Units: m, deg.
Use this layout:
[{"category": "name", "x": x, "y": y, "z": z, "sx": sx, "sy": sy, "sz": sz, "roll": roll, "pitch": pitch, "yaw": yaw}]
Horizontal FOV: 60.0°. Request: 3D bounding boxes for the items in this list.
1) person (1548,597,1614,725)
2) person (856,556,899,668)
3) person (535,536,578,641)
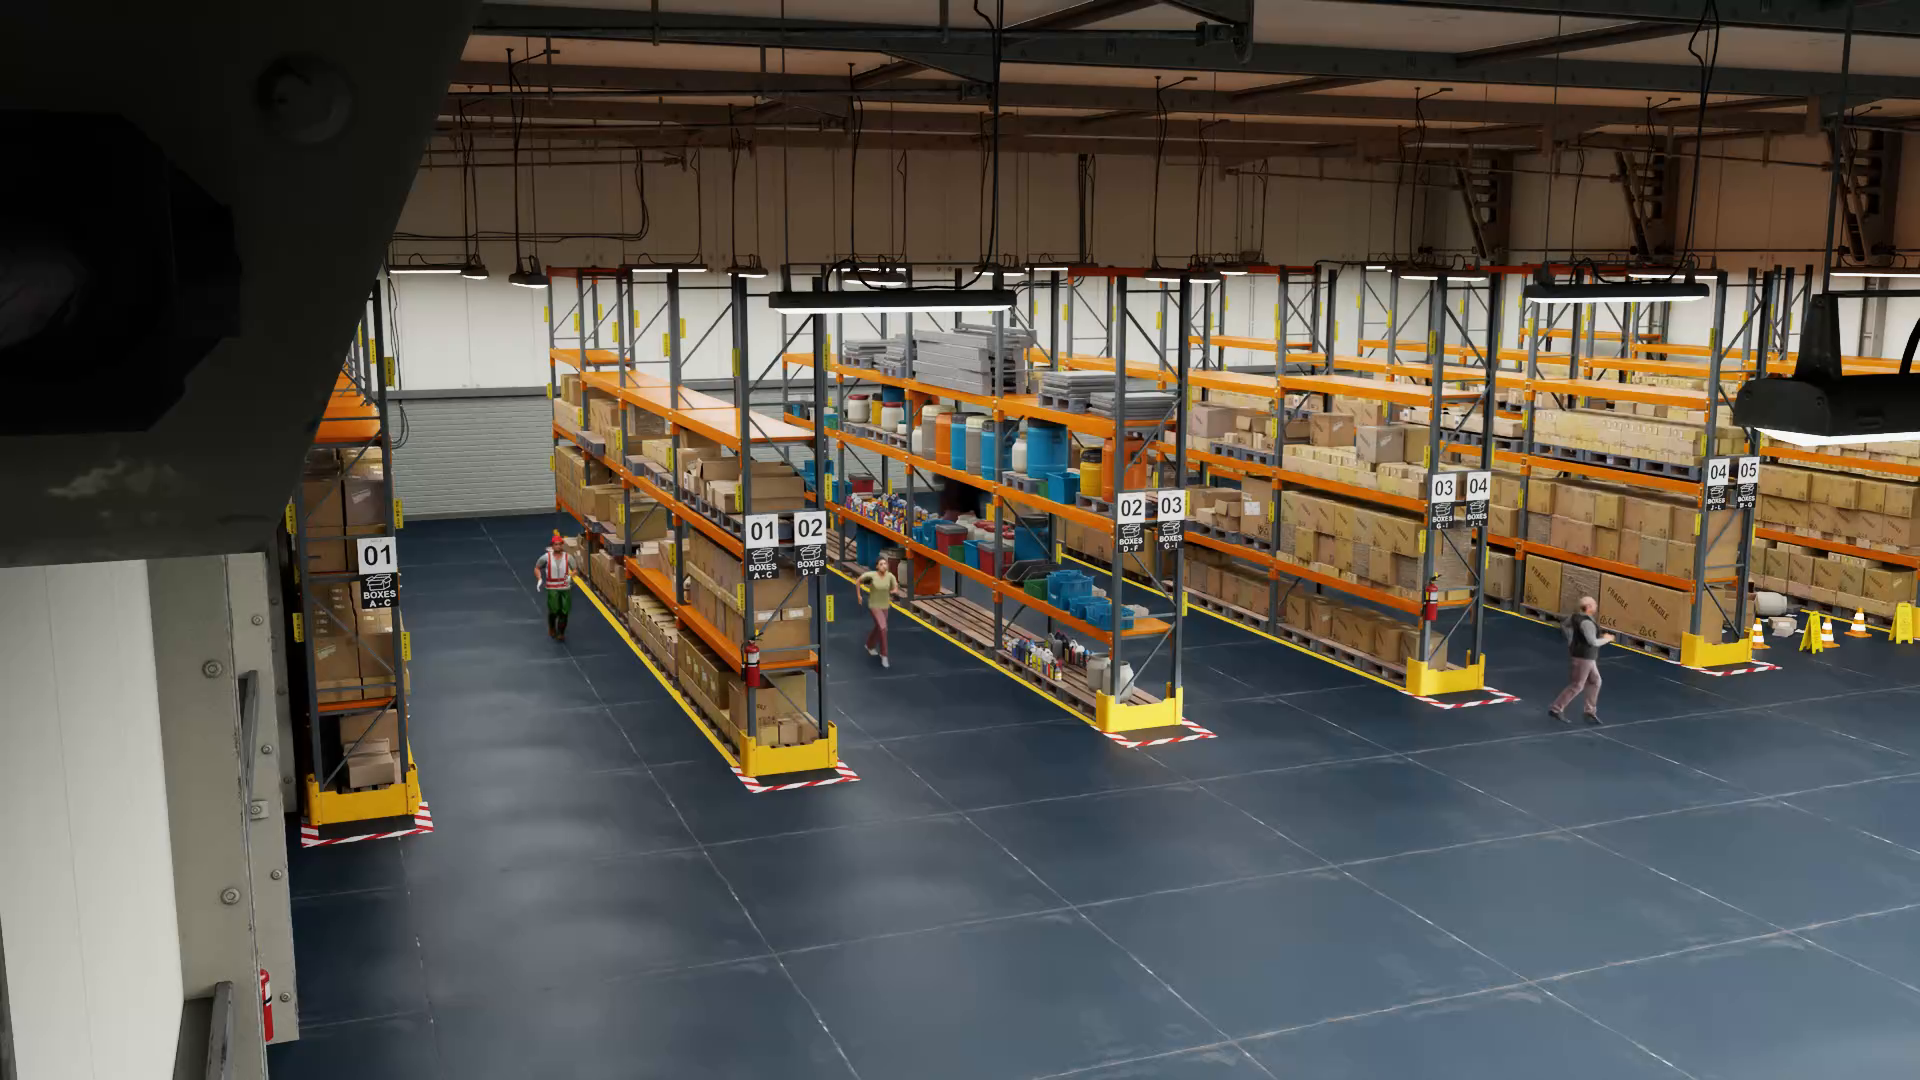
[{"category": "person", "x": 8.333, "y": 1.636, "z": 22.295, "sx": 0.786, "sy": 1.789, "sz": 0.671, "roll": 2, "pitch": 10, "yaw": 11}, {"category": "person", "x": -1.267, "y": 1.070, "z": 25.659, "sx": 0.599, "sy": 1.697, "sz": 0.817, "roll": -5, "pitch": 11, "yaw": -26}, {"category": "person", "x": -6.507, "y": 0.801, "z": 26.949, "sx": 0.664, "sy": 1.739, "sz": 0.603, "roll": -4, "pitch": 11, "yaw": -23}]
